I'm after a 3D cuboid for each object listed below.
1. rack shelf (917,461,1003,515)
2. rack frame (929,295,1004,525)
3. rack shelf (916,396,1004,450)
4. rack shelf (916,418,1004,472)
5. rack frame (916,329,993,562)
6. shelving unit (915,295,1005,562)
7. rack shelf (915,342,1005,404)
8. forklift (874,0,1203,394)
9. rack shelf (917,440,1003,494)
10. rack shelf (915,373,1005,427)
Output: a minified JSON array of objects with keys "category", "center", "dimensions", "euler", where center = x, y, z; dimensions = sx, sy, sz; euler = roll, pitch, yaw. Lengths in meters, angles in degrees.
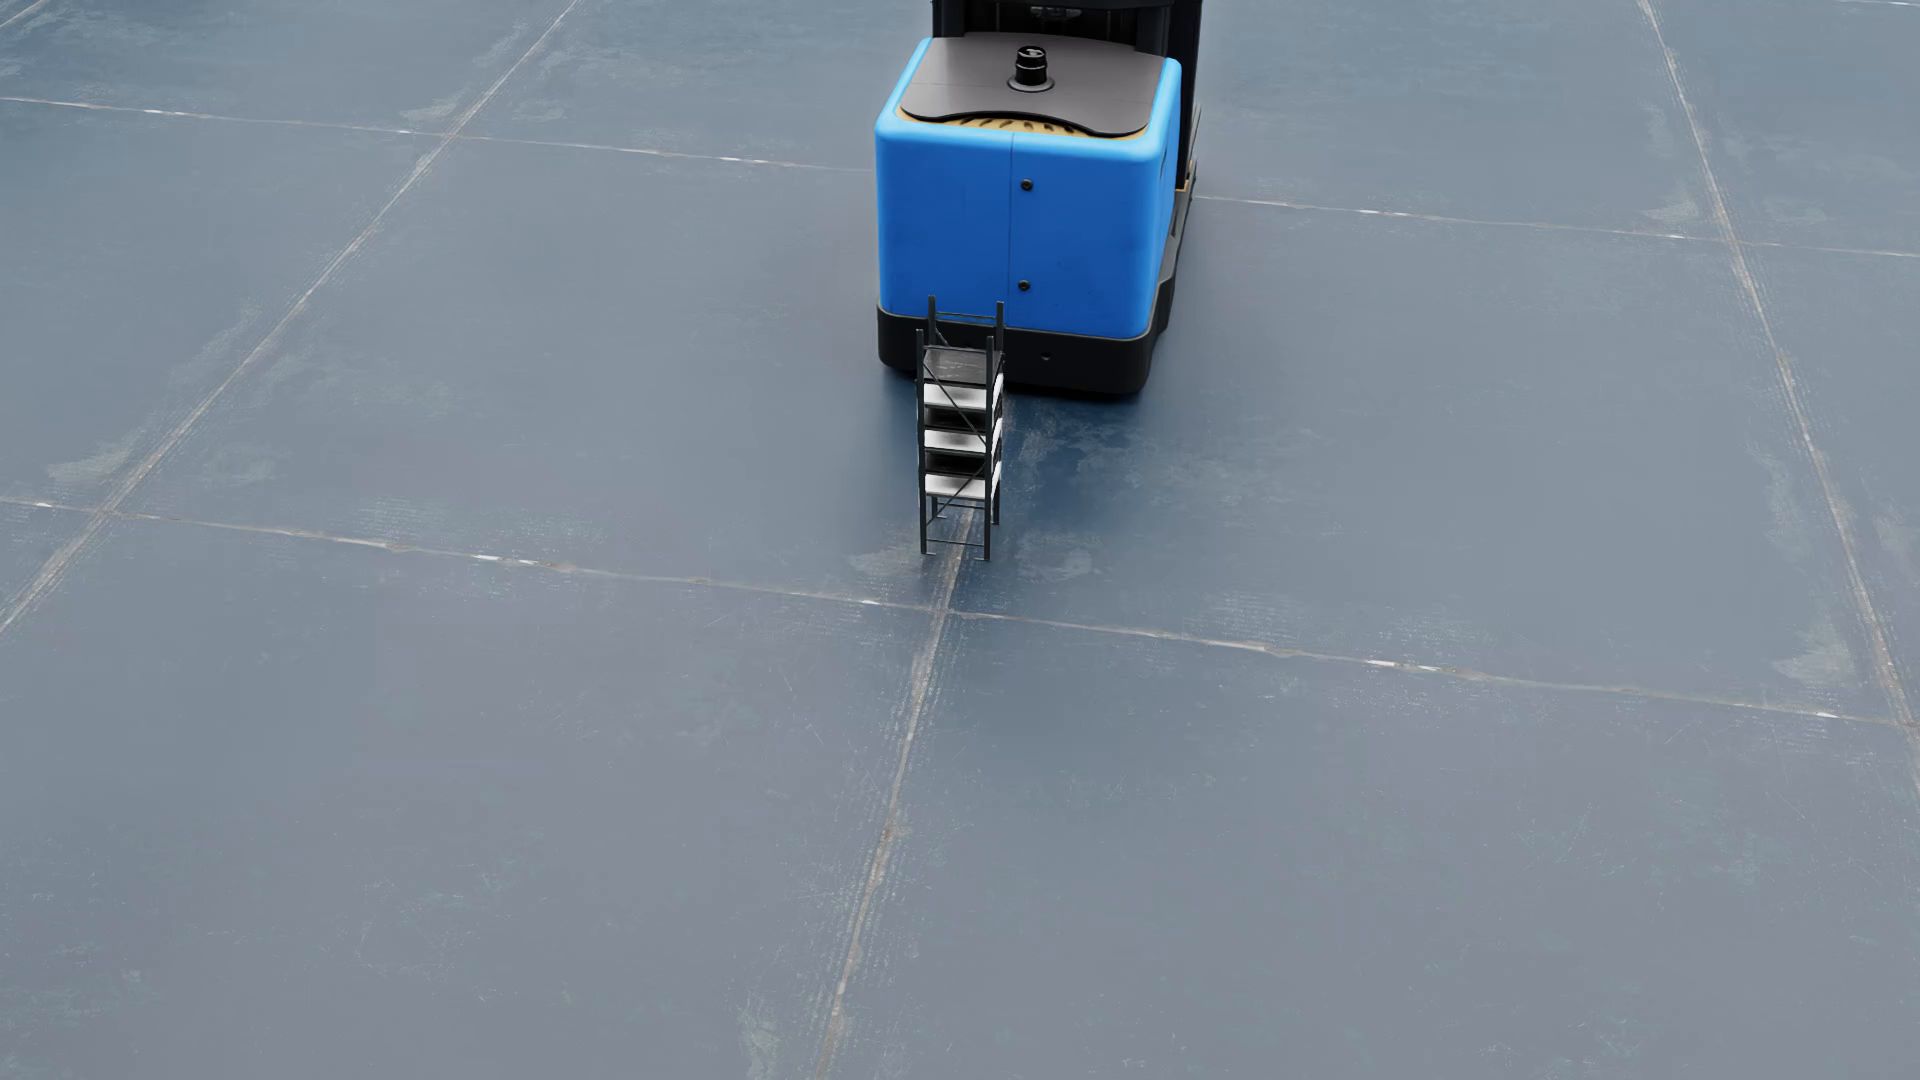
[{"category":"rack shelf","center":[0.001,-0.187,5.605],"dimensions":[0.258,0.077,0.200],"euler":[6,40,8]},{"category":"rack frame","center":[0.019,-0.416,5.547],"dimensions":[0.240,0.900,0.006],"euler":[6,40,8]},{"category":"rack shelf","center":[0.001,-0.396,5.433],"dimensions":[0.258,0.077,0.200],"euler":[6,40,8]},{"category":"rack shelf","center":[0.001,-0.326,5.491],"dimensions":[0.258,0.077,0.200],"euler":[6,40,8]},{"category":"rack frame","center":[-0.016,-0.288,5.392],"dimensions":[0.240,0.900,0.006],"euler":[6,40,8]},{"category":"shelving unit","center":[0.001,-0.352,5.469],"dimensions":[0.258,0.900,0.210],"euler":[6,40,8]},{"category":"rack shelf","center":[0.001,-0.534,5.319],"dimensions":[0.258,0.077,0.200],"euler":[6,40,8]},{"category":"forklift","center":[0.479,-2.626,6.626],"dimensions":[1.130,2.935,3.031],"euler":[7,40,9]},{"category":"rack shelf","center":[0.001,-0.257,5.548],"dimensions":[0.258,0.077,0.200],"euler":[6,40,8]},{"category":"rack shelf","center":[0.001,-0.465,5.376],"dimensions":[0.258,0.077,0.200],"euler":[6,40,8]}]
